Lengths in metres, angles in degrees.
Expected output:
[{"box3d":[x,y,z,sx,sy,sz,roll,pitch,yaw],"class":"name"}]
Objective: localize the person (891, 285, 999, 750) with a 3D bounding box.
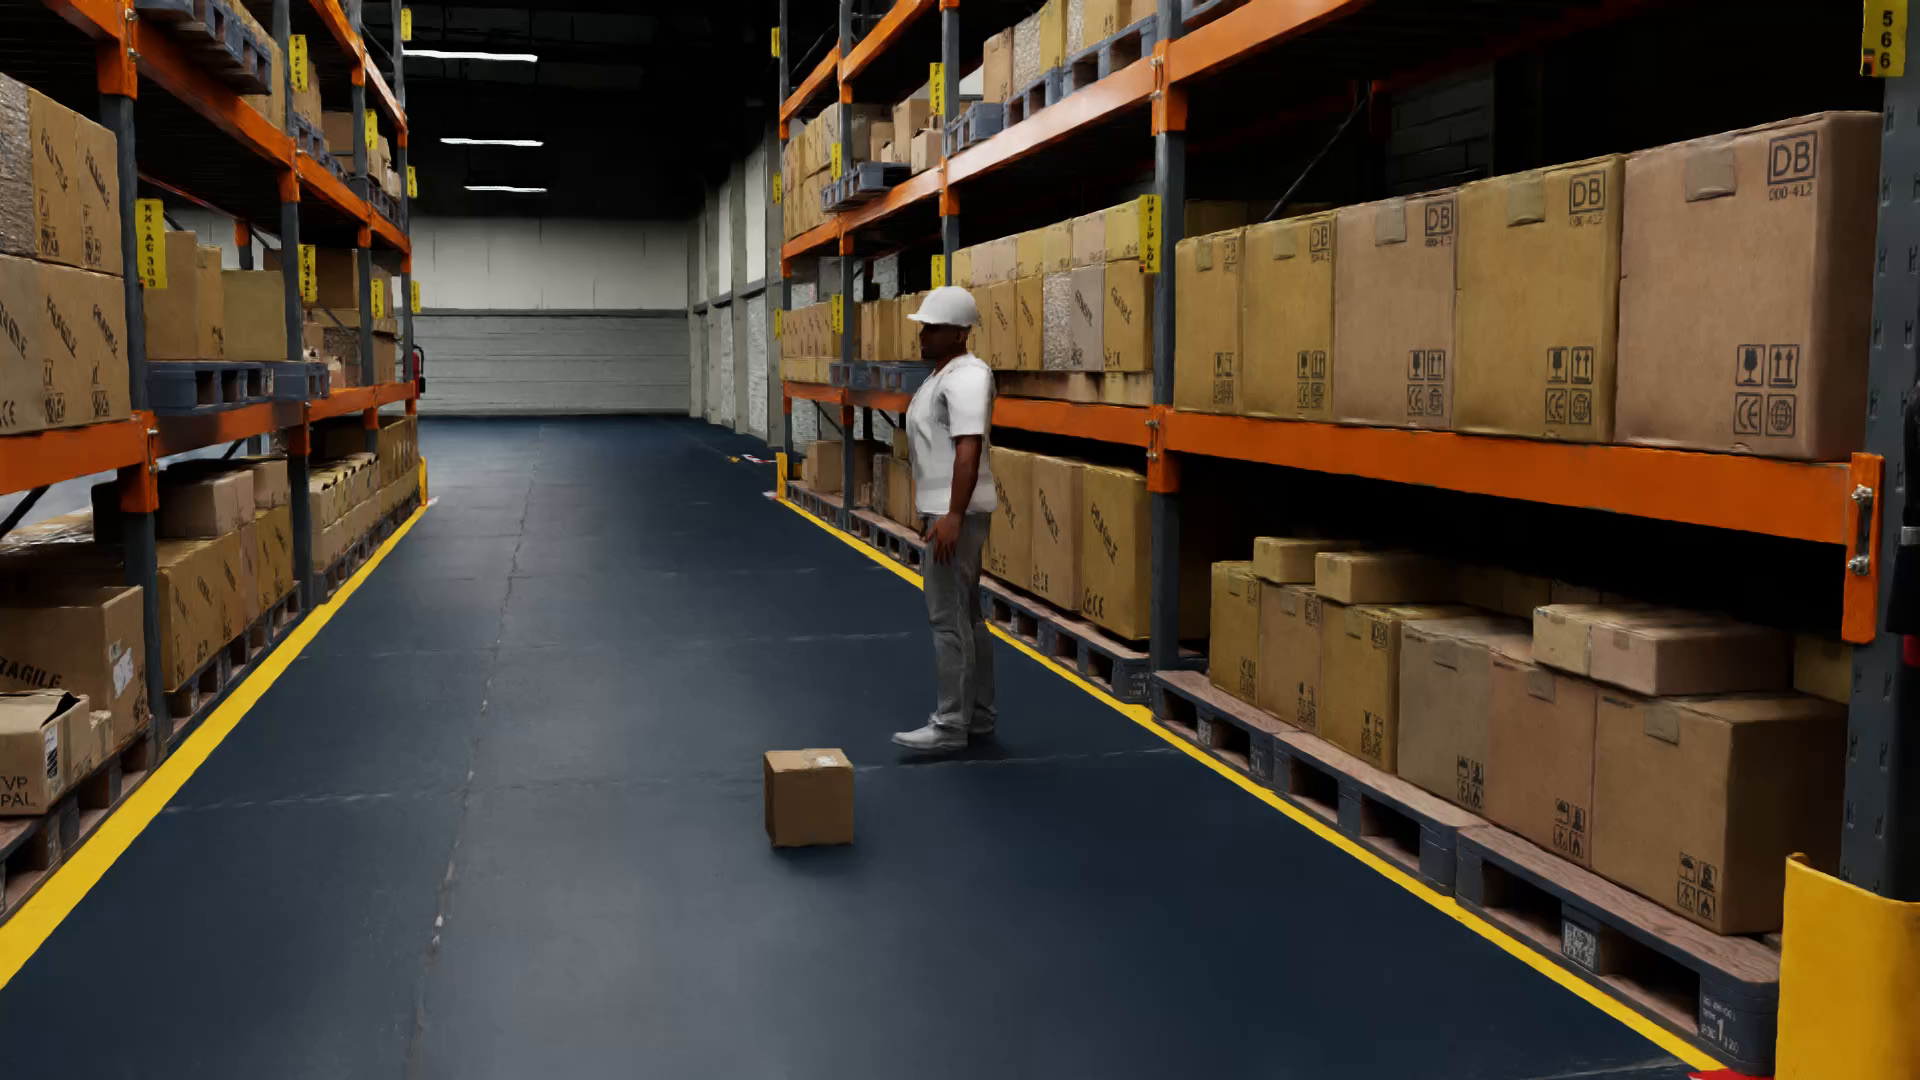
[{"box3d":[-0.060,-0.092,6.425,0.434,1.767,0.640,0,6,-4],"class":"person"}]
